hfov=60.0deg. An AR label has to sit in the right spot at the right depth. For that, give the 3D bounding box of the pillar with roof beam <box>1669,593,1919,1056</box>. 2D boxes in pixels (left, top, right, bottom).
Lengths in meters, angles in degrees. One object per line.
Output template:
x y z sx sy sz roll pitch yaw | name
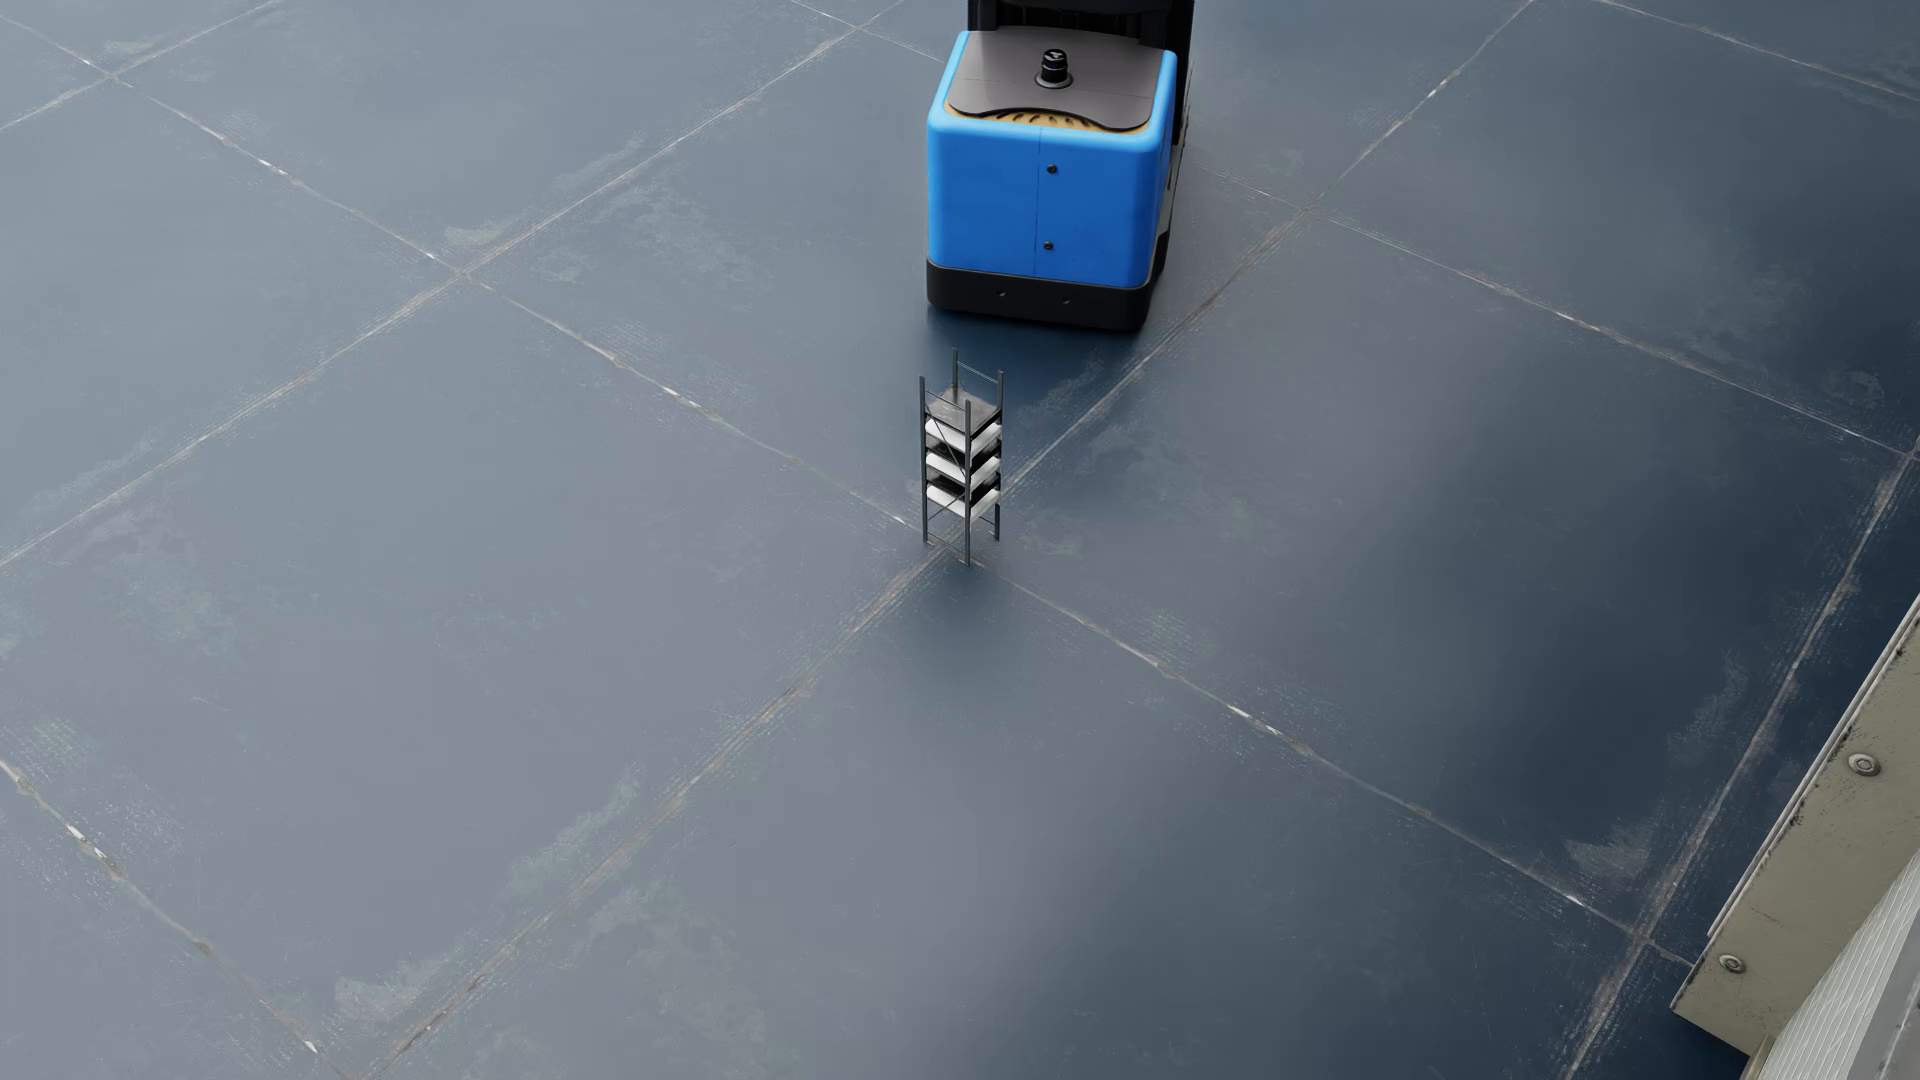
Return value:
-0.841 -3.522 4.055 9.100 9.000 0.400 29 53 25 | pillar with roof beam

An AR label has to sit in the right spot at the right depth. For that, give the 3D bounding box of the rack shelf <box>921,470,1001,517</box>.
0.005 -0.230 6.683 0.258 0.077 0.200 29 53 25 | rack shelf

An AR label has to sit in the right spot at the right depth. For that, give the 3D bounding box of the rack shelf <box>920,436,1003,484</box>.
0.005 -0.355 6.553 0.258 0.077 0.200 29 53 25 | rack shelf

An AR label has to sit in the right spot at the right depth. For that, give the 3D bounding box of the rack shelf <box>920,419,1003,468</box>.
0.005 -0.417 6.488 0.258 0.077 0.200 29 53 25 | rack shelf

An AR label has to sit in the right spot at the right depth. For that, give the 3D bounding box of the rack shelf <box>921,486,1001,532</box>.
0.005 -0.168 6.748 0.258 0.077 0.200 29 53 25 | rack shelf

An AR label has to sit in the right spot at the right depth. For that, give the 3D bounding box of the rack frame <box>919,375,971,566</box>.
-0.057 -0.257 6.538 0.240 0.900 0.006 29 53 25 | rack frame

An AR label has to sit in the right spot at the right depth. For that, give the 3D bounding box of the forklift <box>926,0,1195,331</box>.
0.625 -3.070 7.821 1.130 2.935 3.031 8 47 7 | forklift

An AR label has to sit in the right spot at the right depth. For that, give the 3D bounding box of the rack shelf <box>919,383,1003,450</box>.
0.005 -0.479 6.423 0.258 0.077 0.200 29 53 25 | rack shelf

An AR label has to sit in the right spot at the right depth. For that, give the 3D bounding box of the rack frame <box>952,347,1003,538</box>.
0.067 -0.374 6.649 0.240 0.900 0.006 29 53 25 | rack frame

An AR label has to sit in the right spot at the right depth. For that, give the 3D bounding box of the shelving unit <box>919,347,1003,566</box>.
0.005 -0.315 6.594 0.258 0.900 0.210 29 53 25 | shelving unit

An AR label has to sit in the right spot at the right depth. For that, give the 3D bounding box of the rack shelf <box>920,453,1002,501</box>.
0.005 -0.292 6.618 0.258 0.077 0.200 29 53 25 | rack shelf
